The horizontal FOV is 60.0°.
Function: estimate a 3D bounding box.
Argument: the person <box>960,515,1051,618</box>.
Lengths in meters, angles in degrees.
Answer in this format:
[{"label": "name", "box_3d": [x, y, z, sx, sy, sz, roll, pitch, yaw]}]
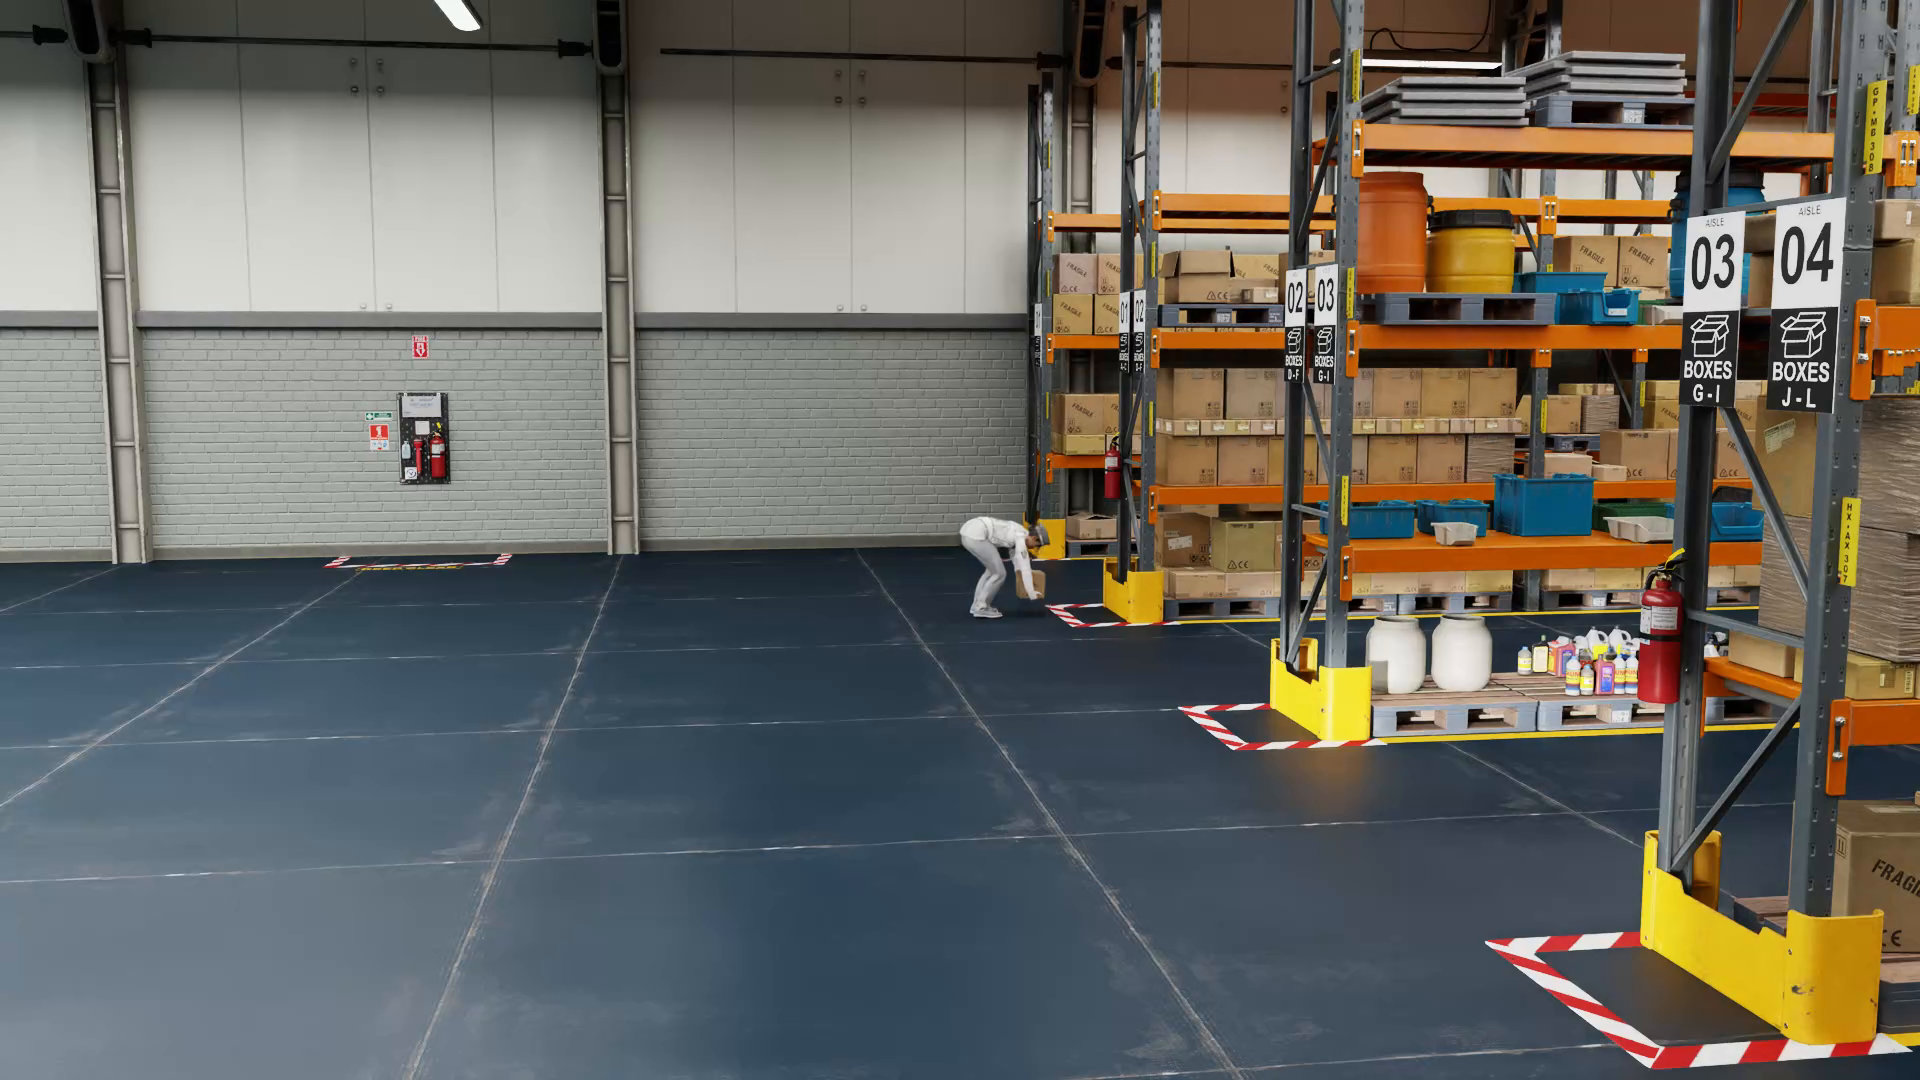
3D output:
[{"label": "person", "box_3d": [0.456, 0.260, 16.514, 0.912, 0.995, 0.437, -1, 7, -11]}]
